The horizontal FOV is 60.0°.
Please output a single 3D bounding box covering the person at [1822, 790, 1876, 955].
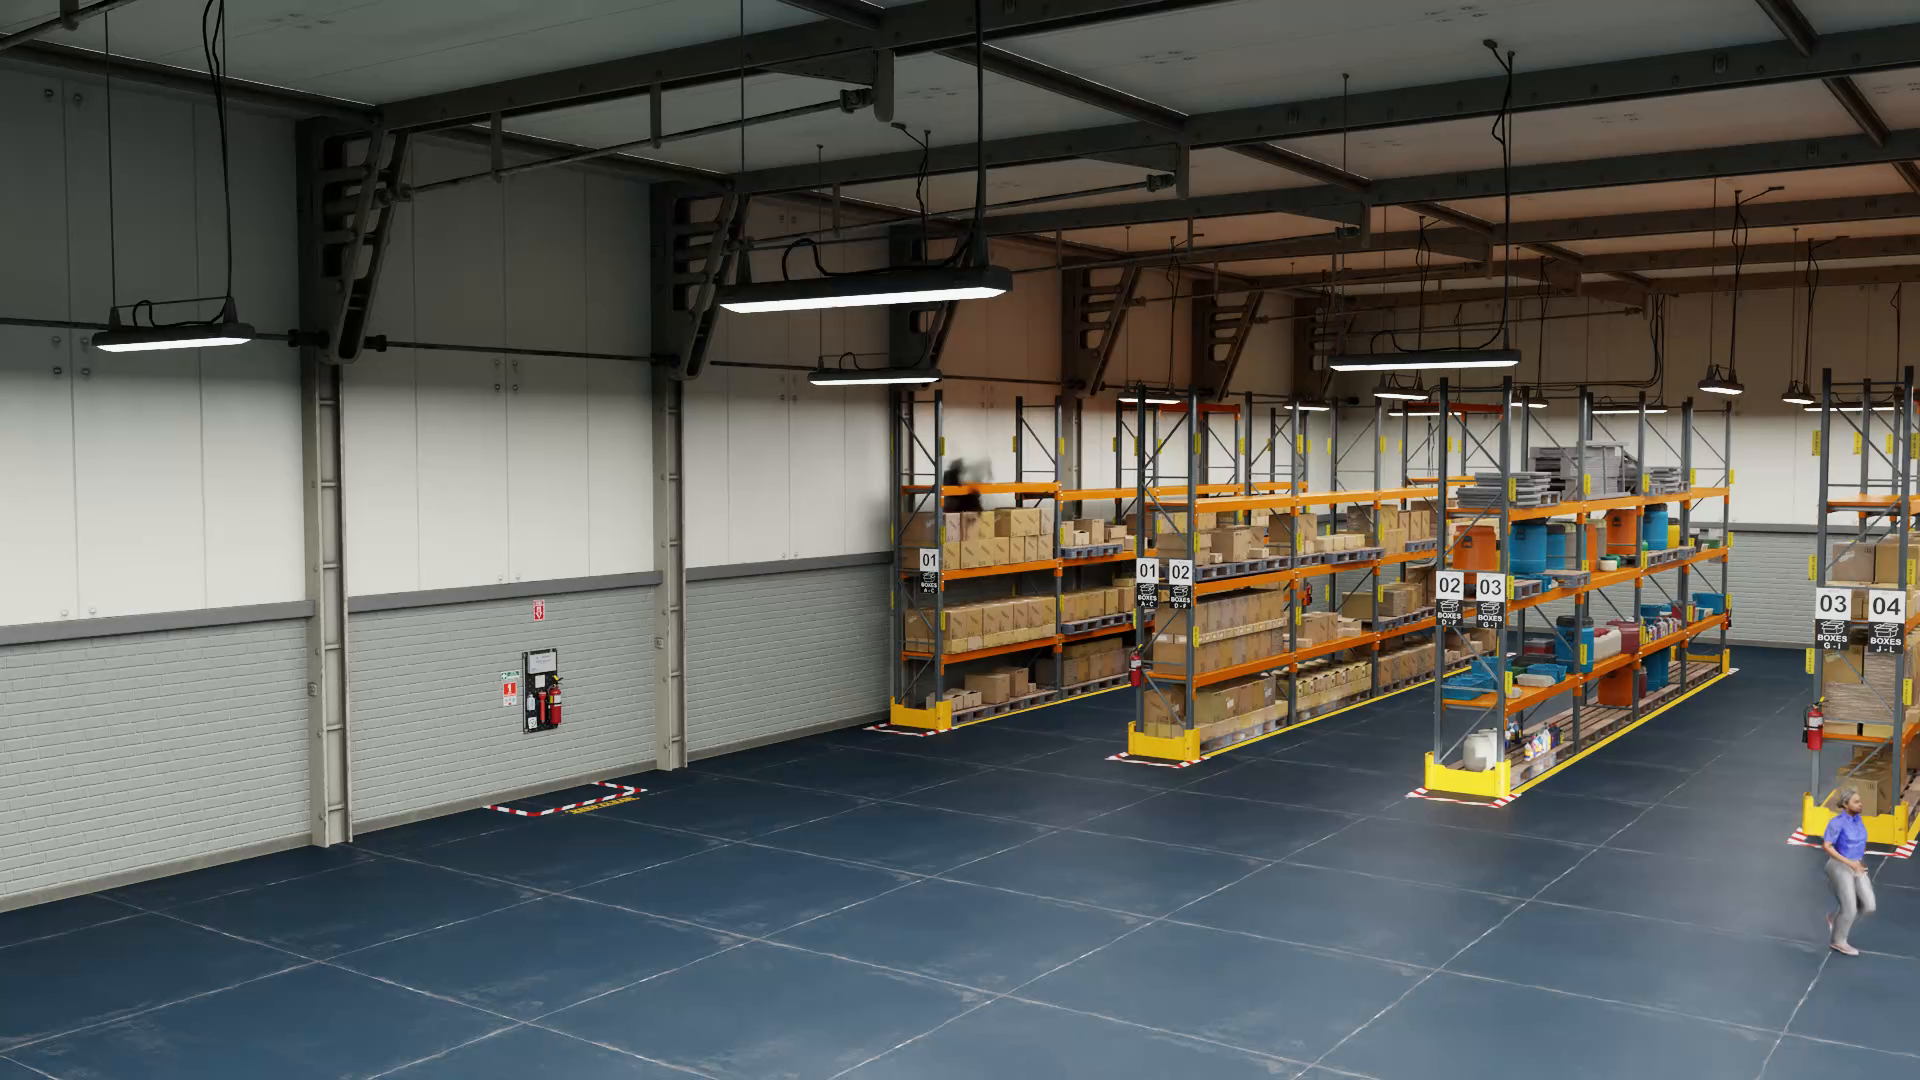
[{"bbox_3d":[8.754,3.320,16.397,0.571,1.519,0.517,-2,4,-26],"label":"person"}]
